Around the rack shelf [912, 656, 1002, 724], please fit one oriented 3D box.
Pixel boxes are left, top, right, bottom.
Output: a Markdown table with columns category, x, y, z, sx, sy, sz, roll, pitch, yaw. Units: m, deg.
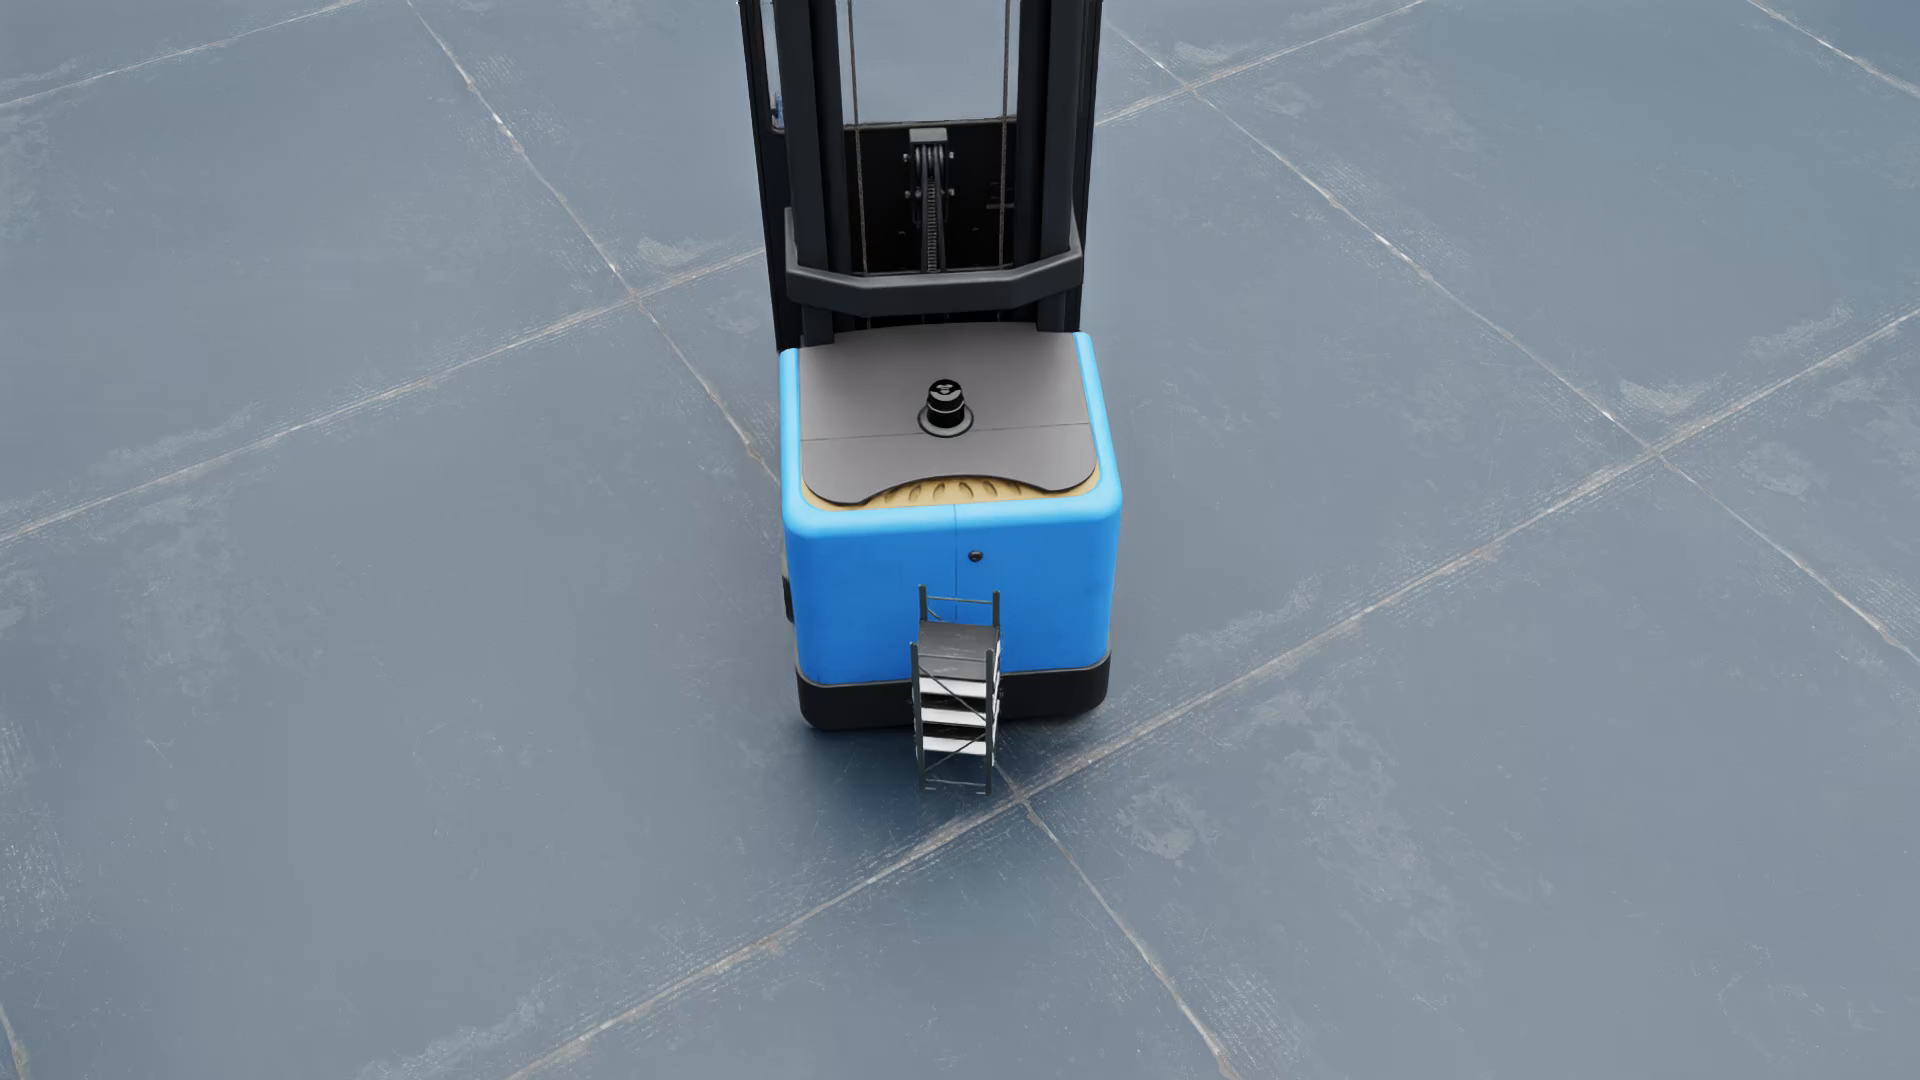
| category | x | y | z | sx | sy | sz | roll | pitch | yaw |
| --- | --- | --- | --- | --- | --- | --- | --- | --- | --- |
| rack shelf | -0.008 | 0.455 | 5.155 | 0.258 | 0.077 | 0.200 | 5 | 54 | 4 |

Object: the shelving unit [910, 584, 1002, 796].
| category | x | y | z | sx | sy | sz | roll | pitch | yaw |
| --- | --- | --- | --- | --- | --- | --- | --- | --- | --- |
| shelving unit | -0.008 | 0.488 | 5.201 | 0.258 | 0.900 | 0.210 | 5 | 54 | 4 |

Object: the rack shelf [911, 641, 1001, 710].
| category | x | y | z | sx | sy | sz | roll | pitch | yaw |
| --- | --- | --- | --- | --- | --- | --- | --- | --- | --- |
| rack shelf | -0.009 | 0.402 | 5.082 | 0.258 | 0.077 | 0.200 | 5 | 54 | 4 |

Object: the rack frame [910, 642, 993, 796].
| category | x | y | z | sx | sy | sz | roll | pitch | yaw |
| --- | --- | --- | --- | --- | --- | --- | --- | --- | --- |
| rack frame | -0.019 | 0.570 | 5.142 | 0.240 | 0.900 | 0.006 | 5 | 54 | 4 |

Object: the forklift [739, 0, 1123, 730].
| category | x | y | z | sx | sy | sz | roll | pitch | yaw |
| --- | --- | --- | --- | --- | --- | --- | --- | --- | --- |
| forklift | -0.138 | -1.442 | 5.572 | 1.130 | 2.935 | 3.031 | -4 | 48 | -3 |

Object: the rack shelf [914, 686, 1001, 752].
| category | x | y | z | sx | sy | sz | roll | pitch | yaw |
| --- | --- | --- | --- | --- | --- | --- | --- | --- | --- |
| rack shelf | -0.006 | 0.560 | 5.301 | 0.258 | 0.077 | 0.200 | 5 | 54 | 4 |

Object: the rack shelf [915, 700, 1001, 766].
| category | x | y | z | sx | sy | sz | roll | pitch | yaw |
| --- | --- | --- | --- | --- | --- | --- | --- | --- | --- |
| rack shelf | -0.005 | 0.613 | 5.374 | 0.258 | 0.077 | 0.200 | 5 | 54 | 4 |

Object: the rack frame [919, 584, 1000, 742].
| category | x | y | z | sx | sy | sz | roll | pitch | yaw |
| --- | --- | --- | --- | --- | --- | --- | --- | --- | --- |
| rack frame | 0.003 | 0.406 | 5.260 | 0.240 | 0.900 | 0.006 | 5 | 54 | 4 |

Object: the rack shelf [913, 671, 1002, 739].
| category | x | y | z | sx | sy | sz | roll | pitch | yaw |
| --- | --- | --- | --- | --- | --- | --- | --- | --- | --- |
| rack shelf | -0.007 | 0.507 | 5.228 | 0.258 | 0.077 | 0.200 | 5 | 54 | 4 |

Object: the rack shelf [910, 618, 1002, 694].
| category | x | y | z | sx | sy | sz | roll | pitch | yaw |
| --- | --- | --- | --- | --- | --- | --- | --- | --- | --- |
| rack shelf | -0.010 | 0.349 | 5.009 | 0.258 | 0.077 | 0.200 | 5 | 54 | 4 |
